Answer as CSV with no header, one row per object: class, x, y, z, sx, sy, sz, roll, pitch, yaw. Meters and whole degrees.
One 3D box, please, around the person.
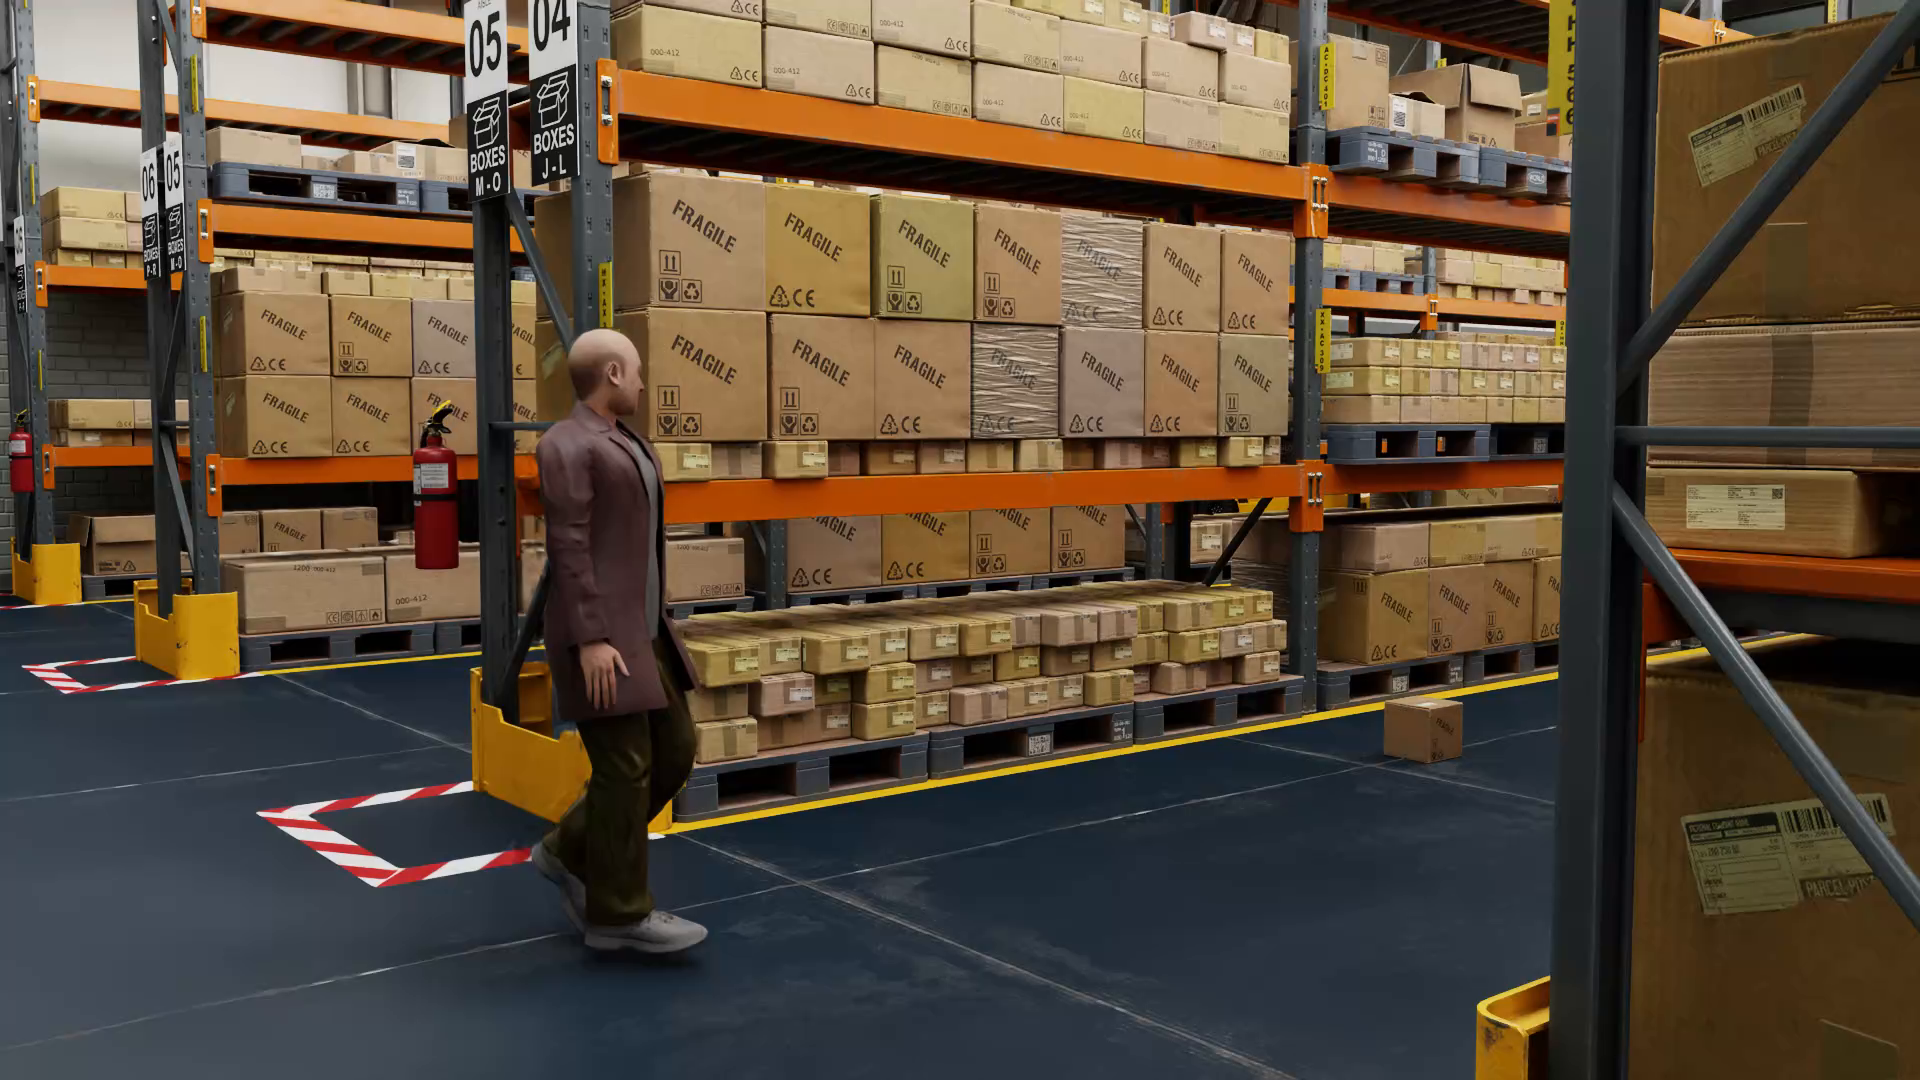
person,-0.994,0.293,4.805,0.621,1.797,0.612,1,4,13
